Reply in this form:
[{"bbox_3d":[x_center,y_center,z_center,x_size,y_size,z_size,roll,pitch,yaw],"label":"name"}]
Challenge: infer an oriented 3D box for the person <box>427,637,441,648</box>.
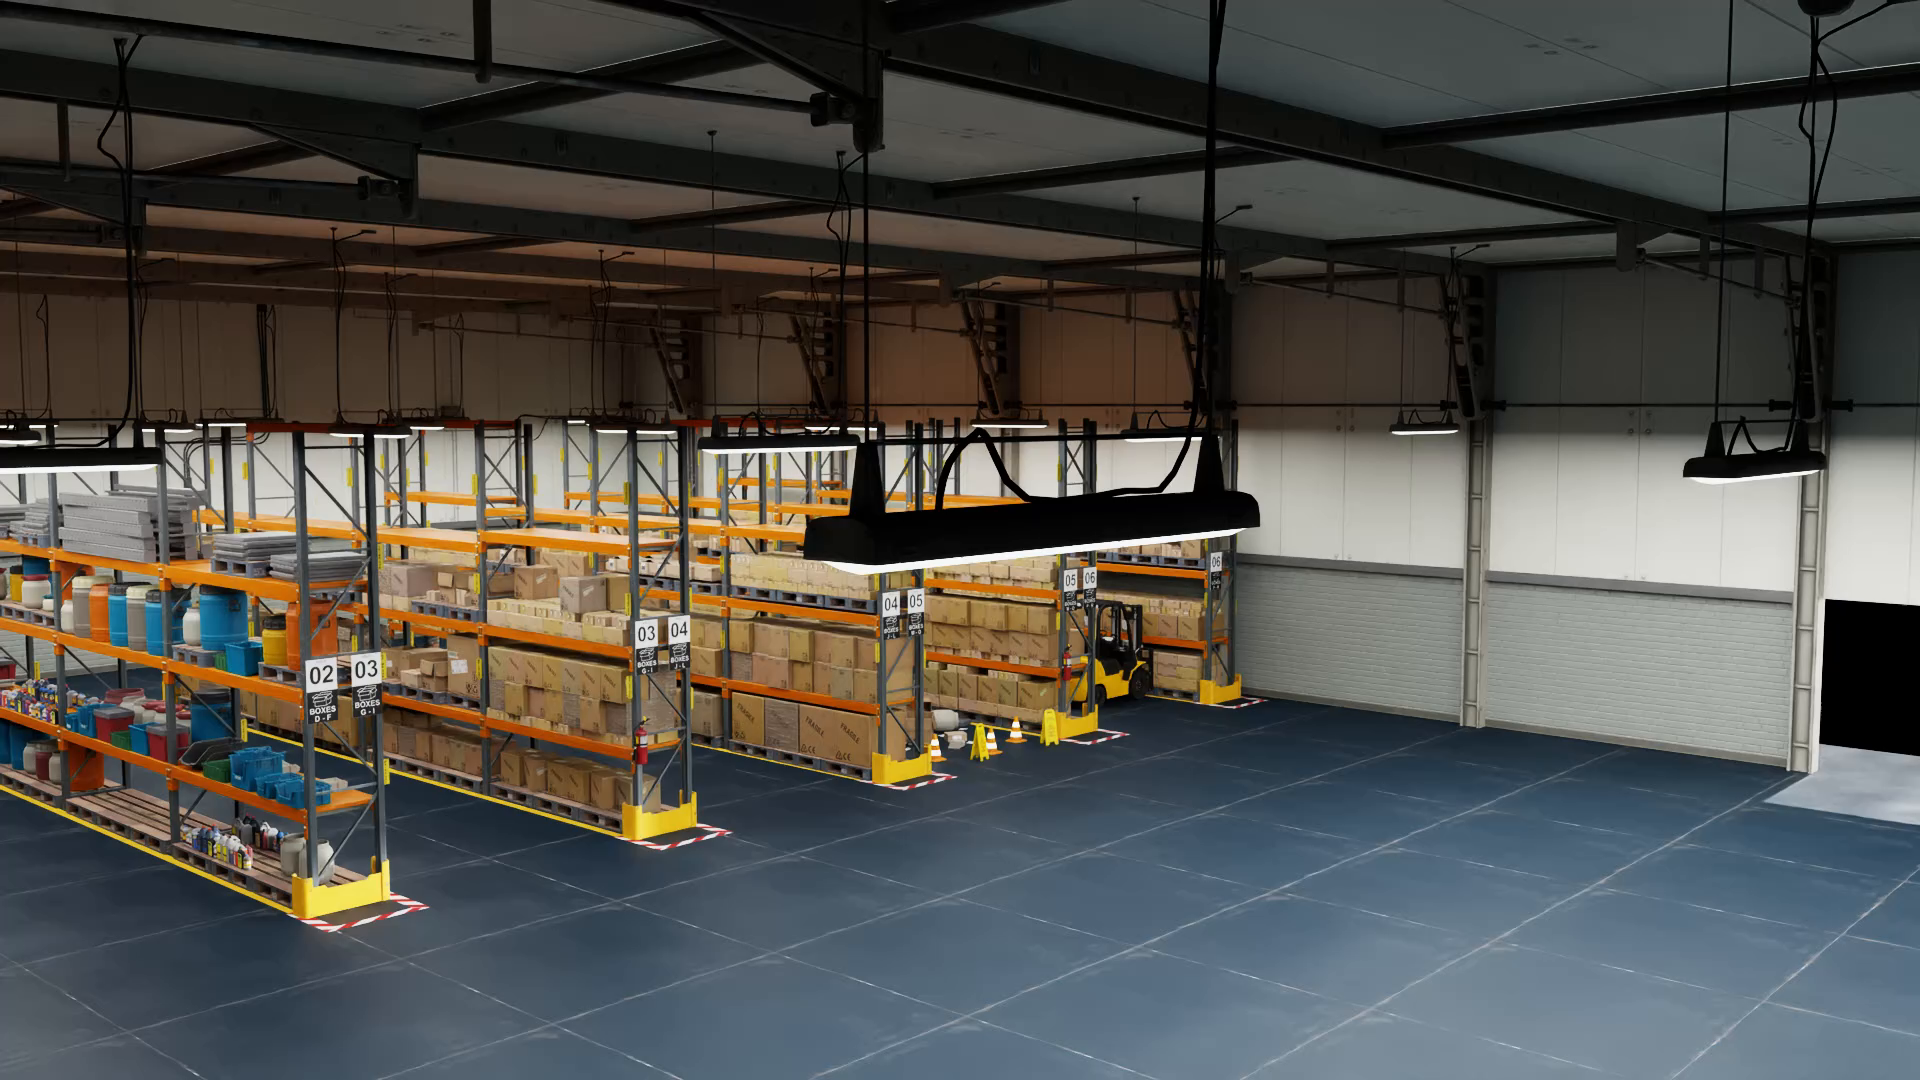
[{"bbox_3d":[-10.842,2.754,34.066,0.555,1.601,0.700,-4,6,-39],"label":"person"}]
